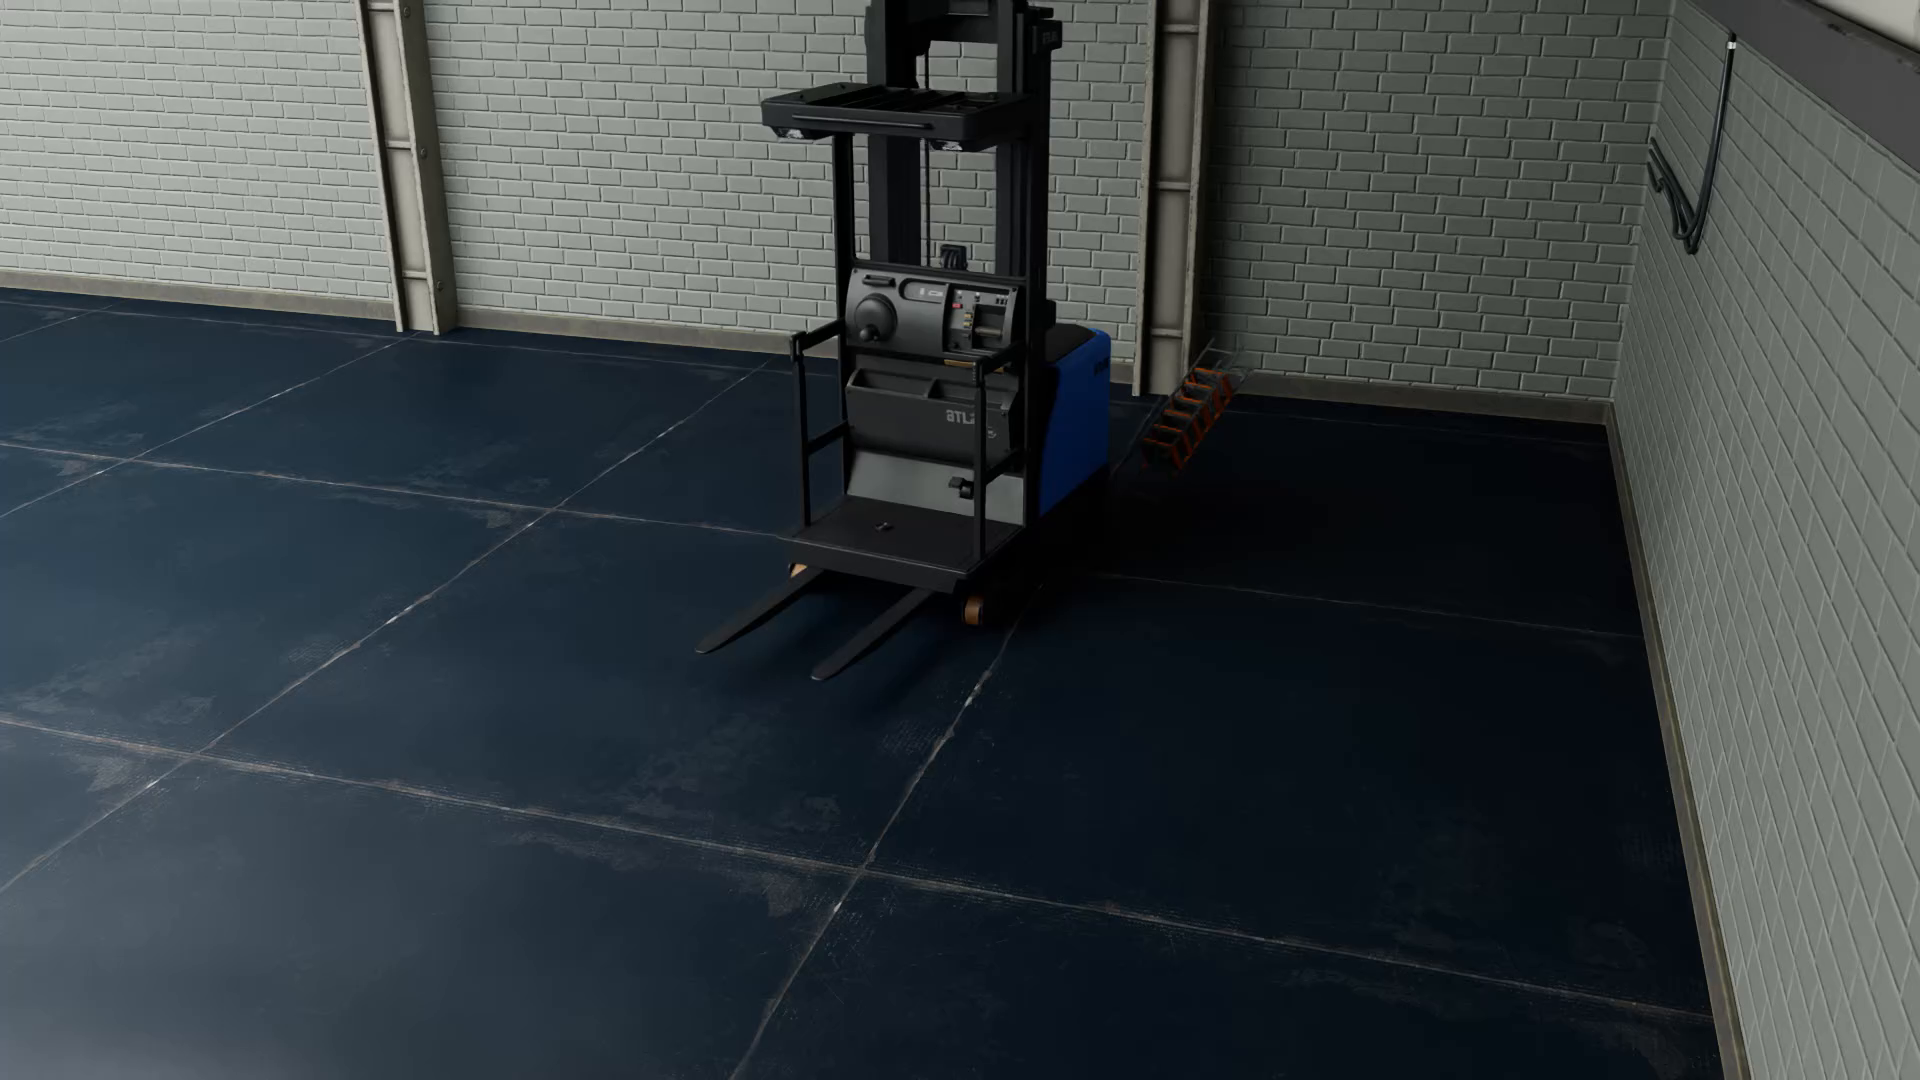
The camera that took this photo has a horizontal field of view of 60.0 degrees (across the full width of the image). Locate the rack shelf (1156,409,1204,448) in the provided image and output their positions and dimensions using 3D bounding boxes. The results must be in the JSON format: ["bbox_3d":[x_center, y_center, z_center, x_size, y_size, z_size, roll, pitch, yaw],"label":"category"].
[{"bbox_3d":[1.304,-0.668,9.899,0.258,0.180,0.103,19,61,38],"label":"rack shelf"}]

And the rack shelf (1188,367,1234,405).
[{"bbox_3d":[1.505,-0.934,10.037,0.258,0.180,0.103,19,61,38],"label":"rack shelf"}]

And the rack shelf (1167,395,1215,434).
[{"bbox_3d":[1.371,-0.757,9.945,0.258,0.180,0.103,19,61,38],"label":"rack shelf"}]

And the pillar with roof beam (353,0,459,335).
[{"bbox_3d":[-5.537,-4.312,7.924,0.400,9.000,9.100,7,23,16],"label":"pillar with roof beam"}]

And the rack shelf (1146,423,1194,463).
[{"bbox_3d":[1.237,-0.580,9.853,0.258,0.180,0.103,19,61,38],"label":"rack shelf"}]

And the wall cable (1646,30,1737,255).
[{"bbox_3d":[3.889,-2.978,8.764,0.112,2.526,3.097,7,23,16],"label":"wall cable"}]

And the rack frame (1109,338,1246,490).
[{"bbox_3d":[1.296,-0.759,9.853,0.240,0.006,1.200,19,61,38],"label":"rack frame"}]

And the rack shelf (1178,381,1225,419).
[{"bbox_3d":[1.438,-0.845,9.991,0.258,0.180,0.103,19,61,38],"label":"rack shelf"}]

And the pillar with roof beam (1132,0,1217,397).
[{"bbox_3d":[0.207,-3.654,6.320,0.400,9.000,9.100,7,23,16],"label":"pillar with roof beam"}]

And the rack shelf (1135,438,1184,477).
[{"bbox_3d":[1.170,-0.492,9.807,0.258,0.180,0.103,19,61,38],"label":"rack shelf"}]

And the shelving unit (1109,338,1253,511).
[{"bbox_3d":[1.329,-0.701,9.916,0.258,0.189,1.200,19,61,38],"label":"shelving unit"}]

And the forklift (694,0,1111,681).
[{"bbox_3d":[-0.236,-1.114,8.124,1.130,2.935,3.031,10,24,24],"label":"forklift"}]

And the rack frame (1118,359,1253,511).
[{"bbox_3d":[1.361,-0.644,9.980,0.240,0.006,1.200,19,61,38],"label":"rack frame"}]
